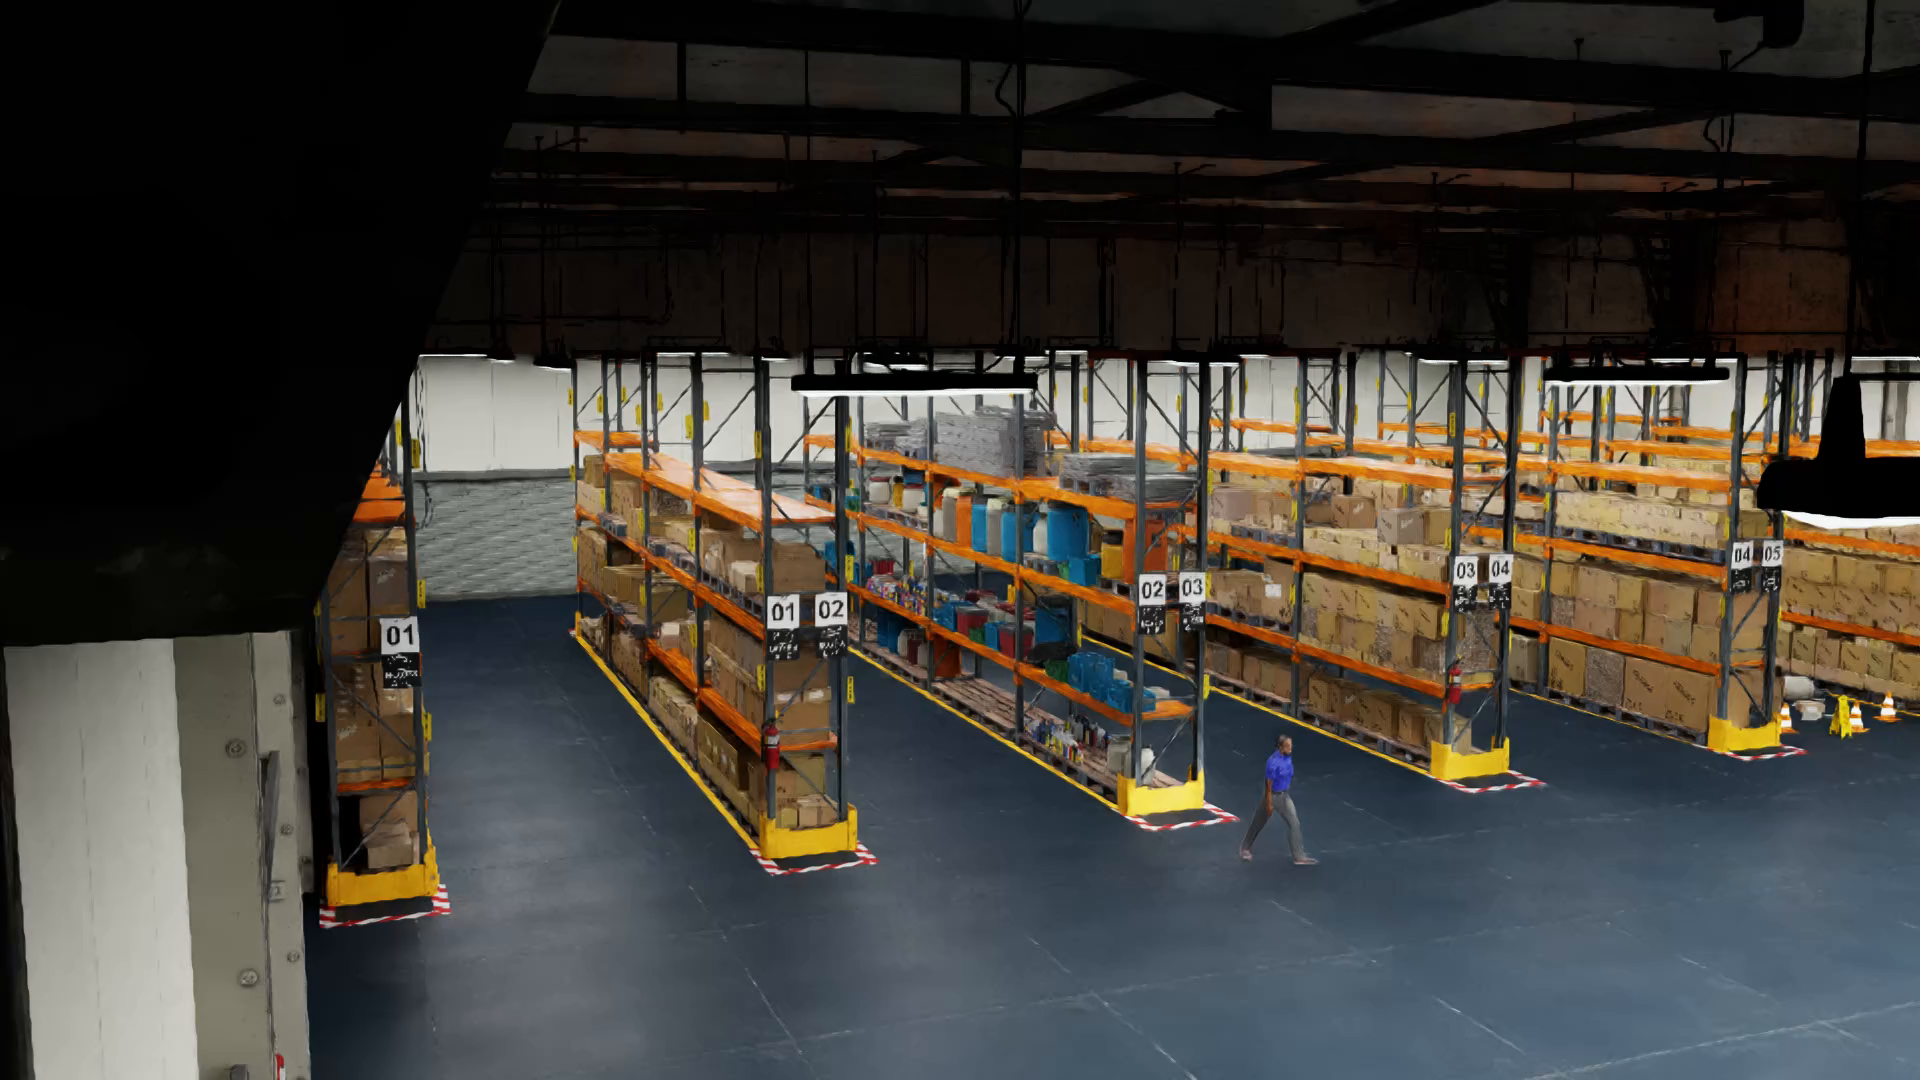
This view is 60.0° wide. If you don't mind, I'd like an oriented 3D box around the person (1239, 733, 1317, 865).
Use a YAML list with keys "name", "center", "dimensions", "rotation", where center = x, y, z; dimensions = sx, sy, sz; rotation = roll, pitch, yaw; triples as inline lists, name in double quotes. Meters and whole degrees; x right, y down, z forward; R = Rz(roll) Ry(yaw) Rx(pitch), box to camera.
- name: "person"
  center: [3.783, 3.078, 19.852]
  dimensions: [0.494, 1.605, 0.936]
  rotation: [-7, 10, -43]

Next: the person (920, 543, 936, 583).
- name: "person"
  center: [-0.864, 0.582, 39.953]
  dimensions: [0.473, 1.589, 0.593]
  rotation: [3, 8, 24]
